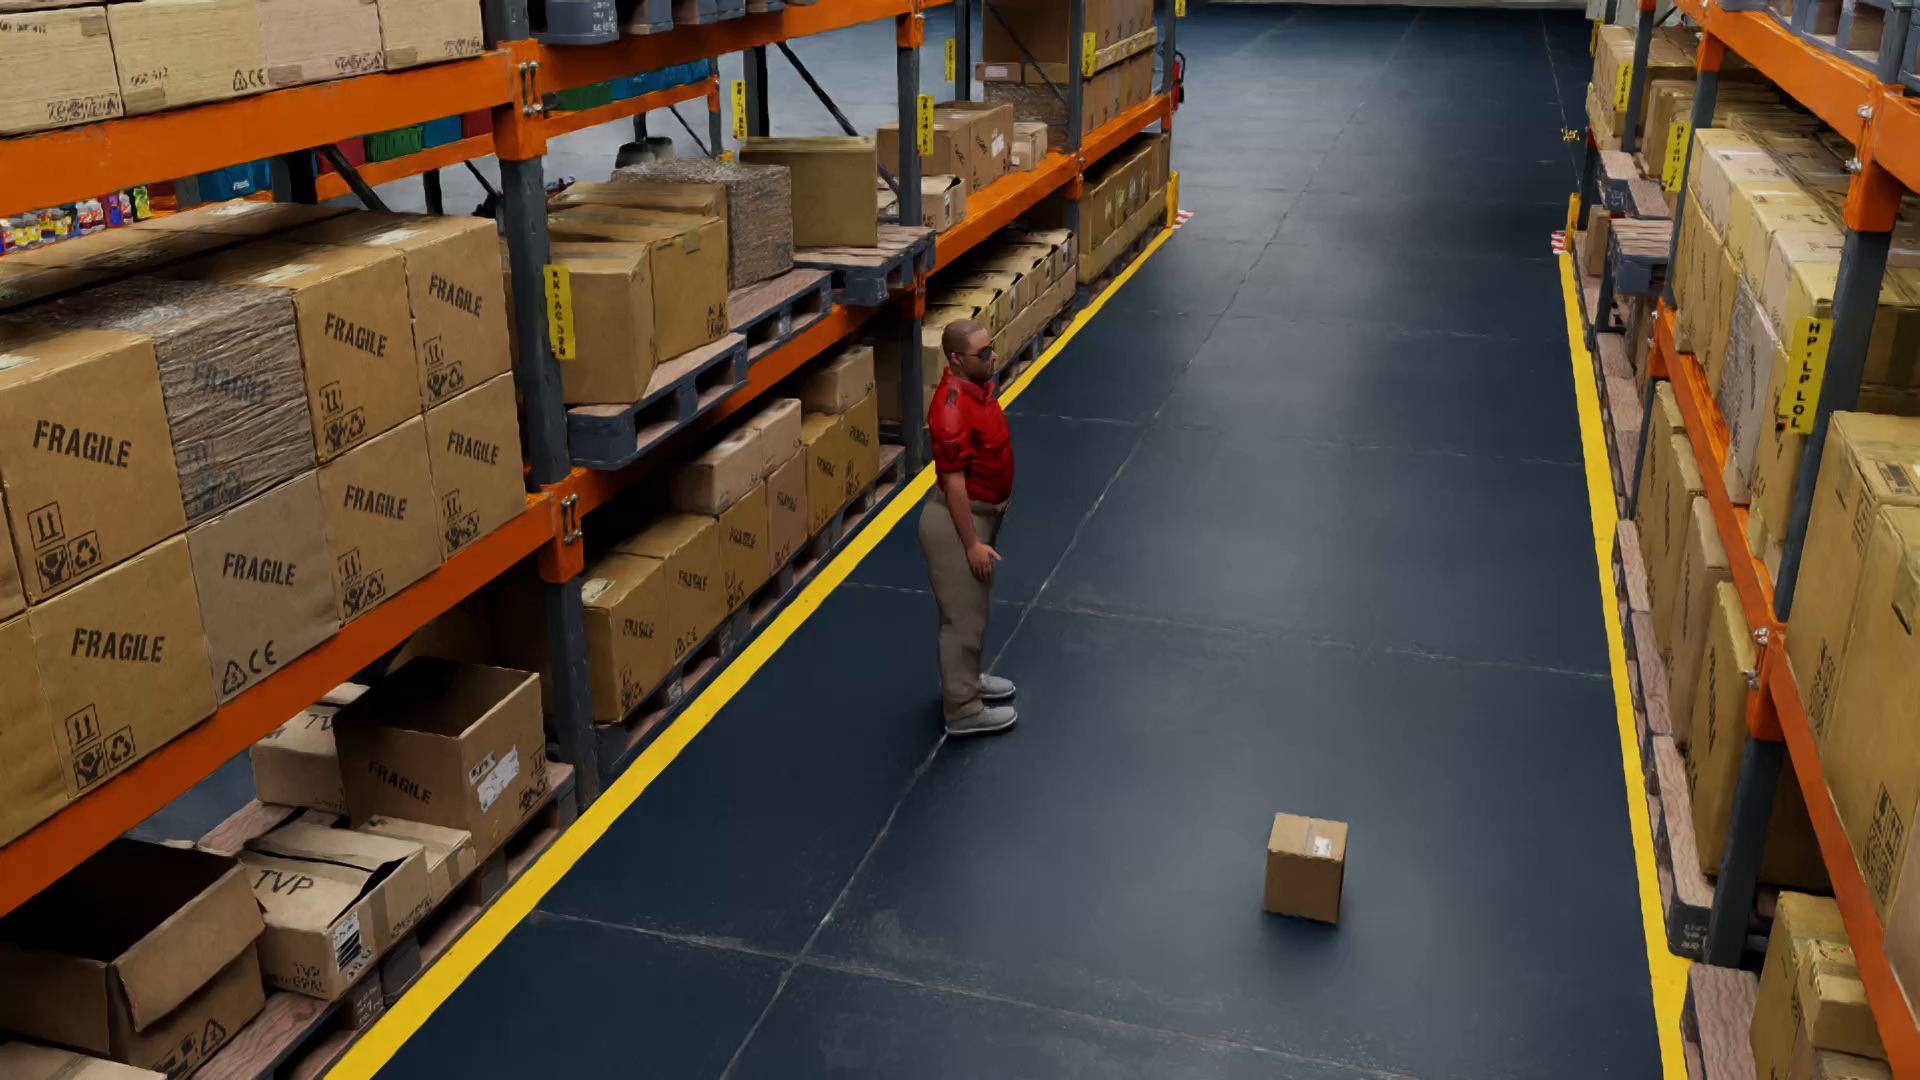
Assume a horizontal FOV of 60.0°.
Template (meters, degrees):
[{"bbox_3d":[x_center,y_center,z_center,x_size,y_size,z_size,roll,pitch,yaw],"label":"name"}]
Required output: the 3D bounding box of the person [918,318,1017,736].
[{"bbox_3d":[0.050,-0.061,6.733,0.402,1.726,0.559,4,22,9],"label":"person"}]
